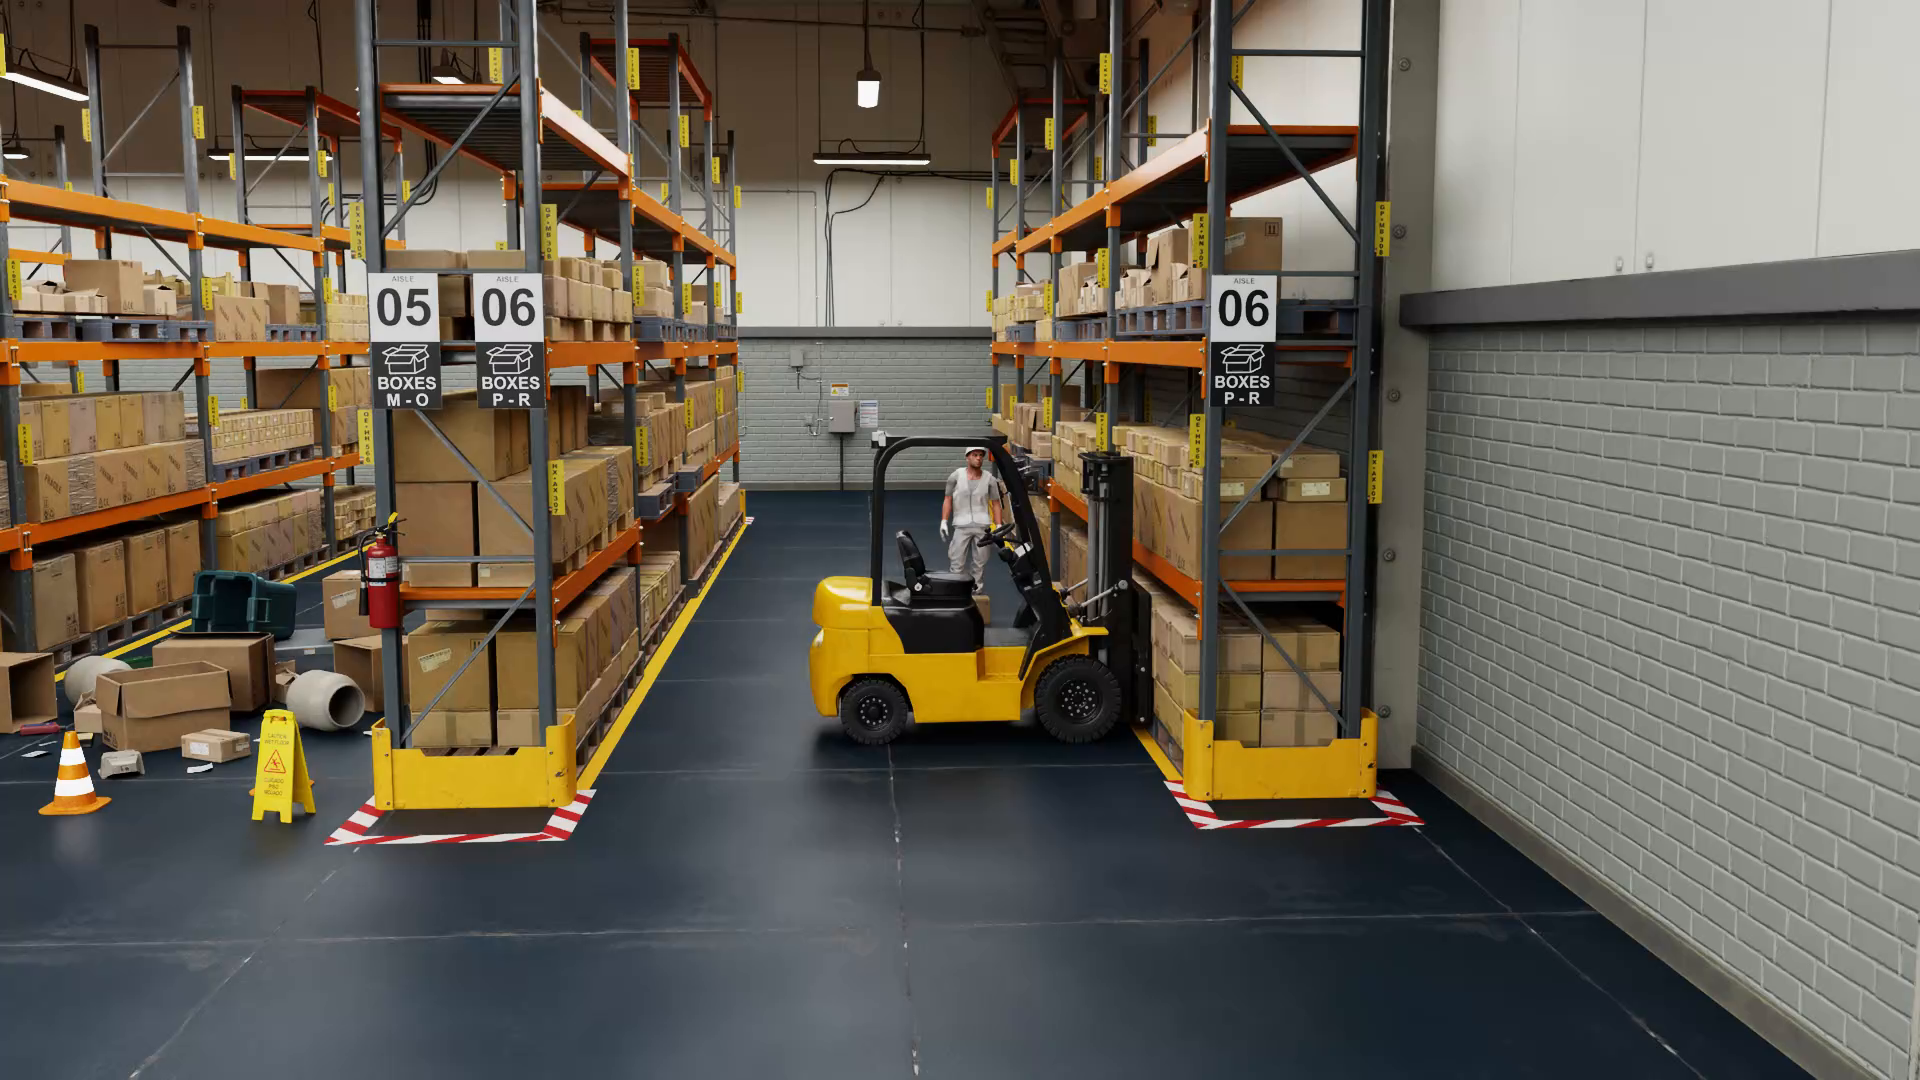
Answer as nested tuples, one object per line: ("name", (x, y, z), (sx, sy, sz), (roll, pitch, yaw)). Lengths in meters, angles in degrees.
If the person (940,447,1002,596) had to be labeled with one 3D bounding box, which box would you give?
("person", (0.117, -0.093, 16.841), (0.637, 1.788, 0.564), (0, 7, -4))
